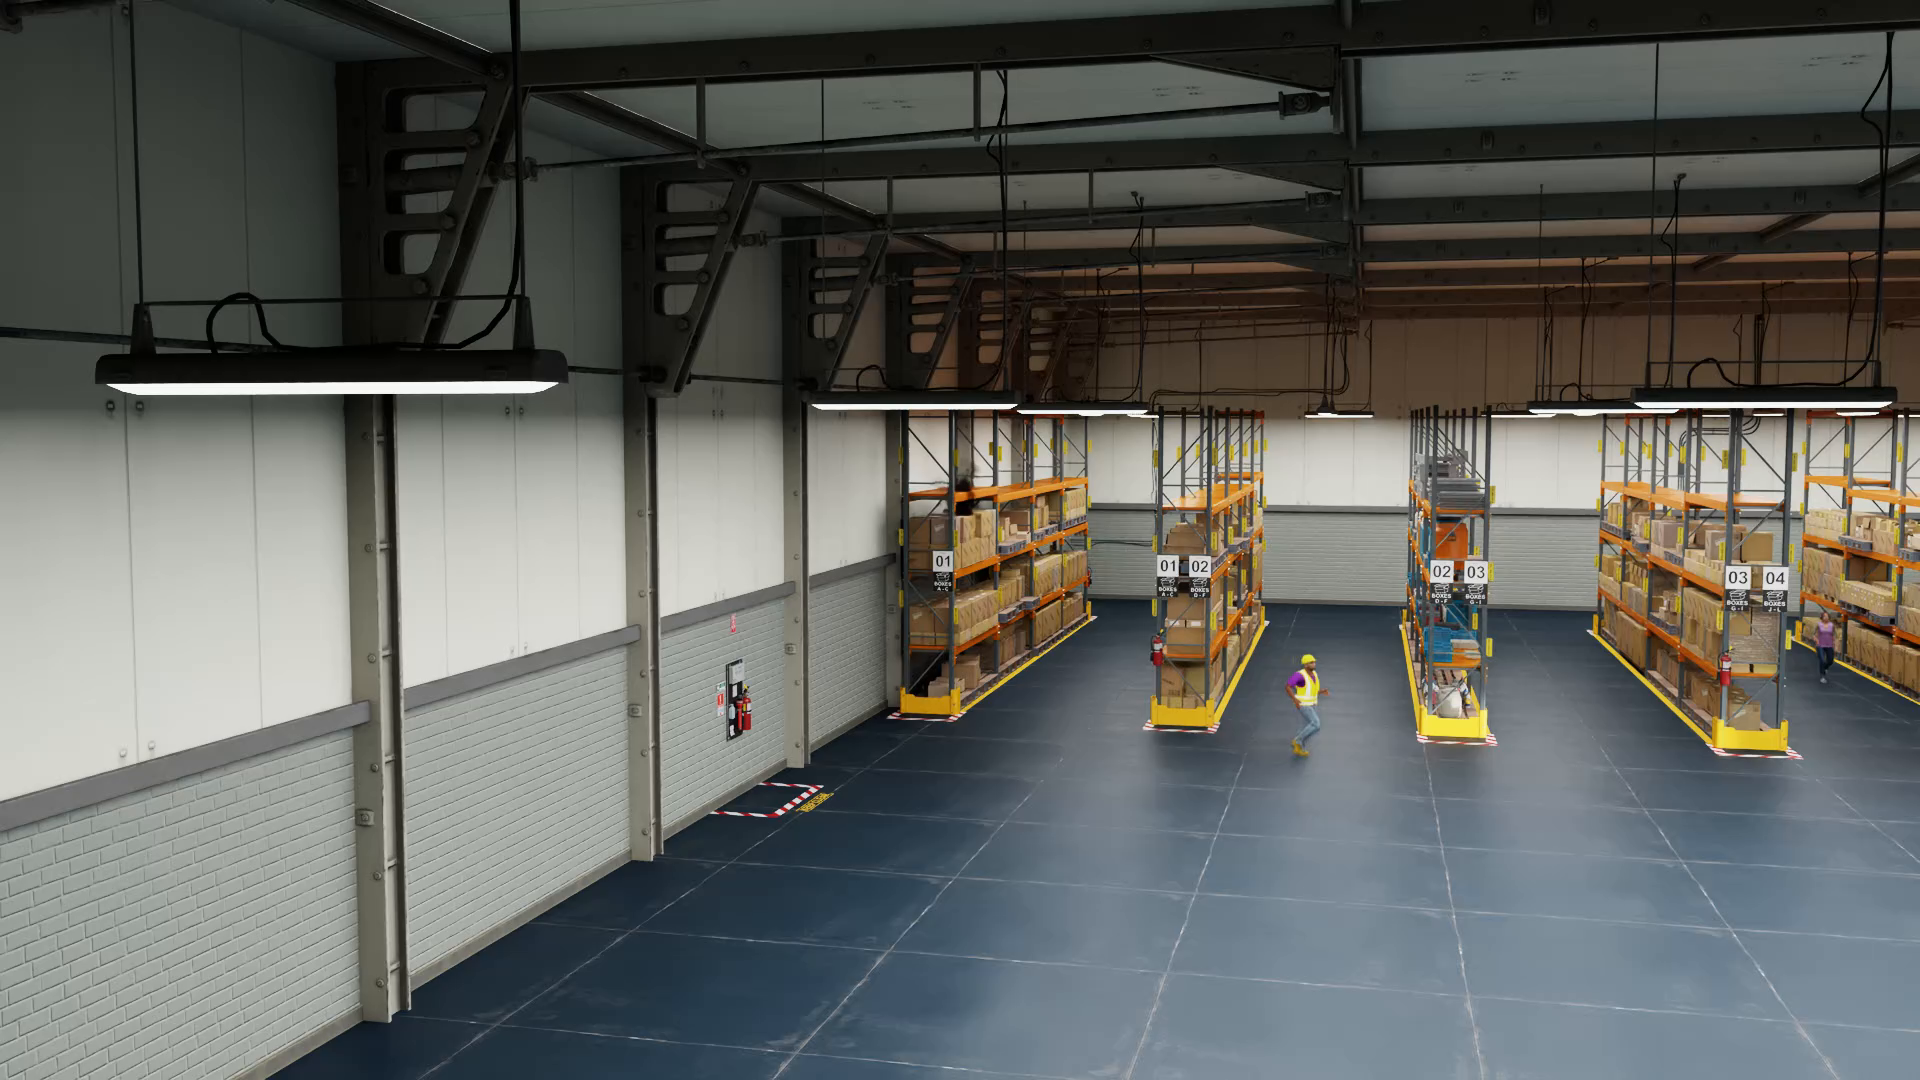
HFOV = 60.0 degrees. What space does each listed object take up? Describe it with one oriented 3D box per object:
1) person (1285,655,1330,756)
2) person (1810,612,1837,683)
[{"bbox_3d":[5.963,2.815,28.336,0.628,1.732,0.674,3,5,40],"label":"person"},{"bbox_3d":[18.915,2.336,36.413,0.534,1.546,0.565,1,4,16],"label":"person"}]
